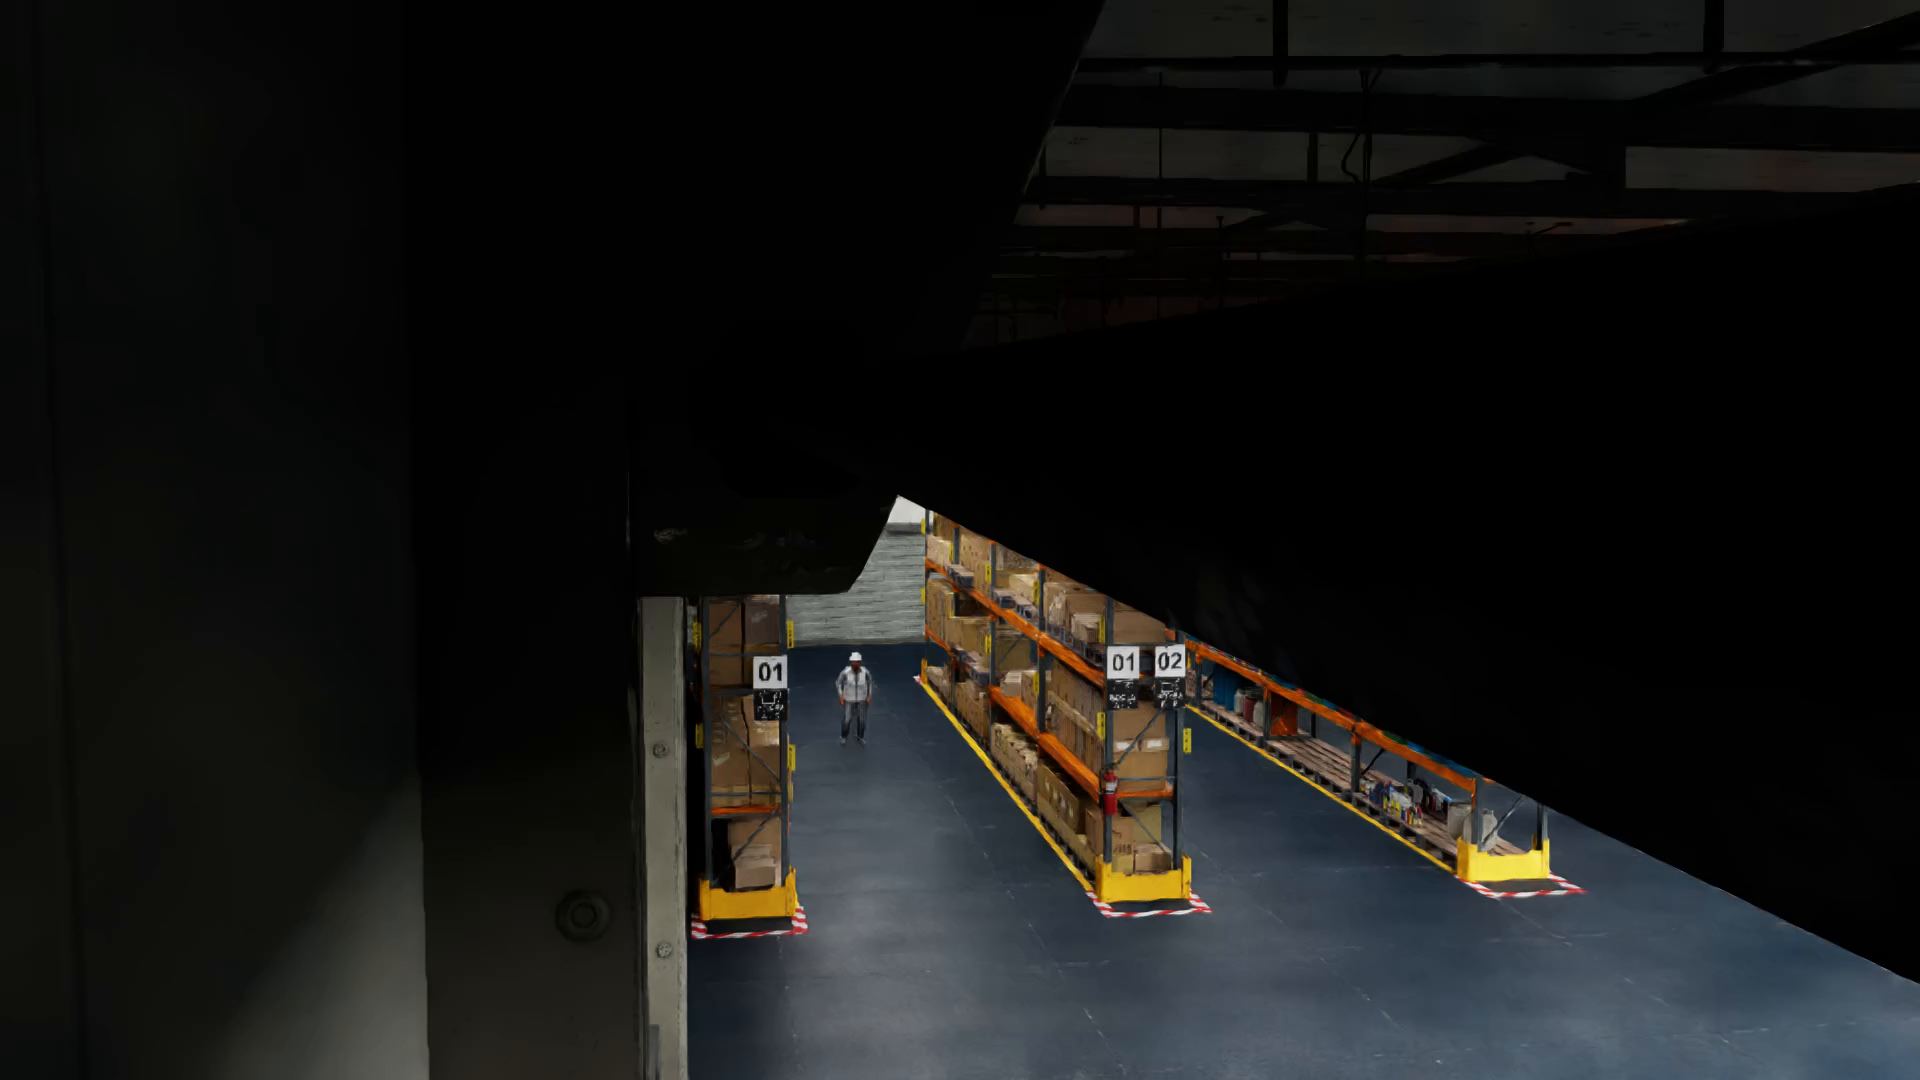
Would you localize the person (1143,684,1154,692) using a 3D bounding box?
[{"bbox_3d":[3.106,3.021,27.498,0.444,1.781,0.600,-3,6,-34],"label":"person"}]

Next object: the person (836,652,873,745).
[{"bbox_3d":[-1.891,2.847,29.913,0.677,1.726,0.574,-1,5,-12],"label":"person"}]
